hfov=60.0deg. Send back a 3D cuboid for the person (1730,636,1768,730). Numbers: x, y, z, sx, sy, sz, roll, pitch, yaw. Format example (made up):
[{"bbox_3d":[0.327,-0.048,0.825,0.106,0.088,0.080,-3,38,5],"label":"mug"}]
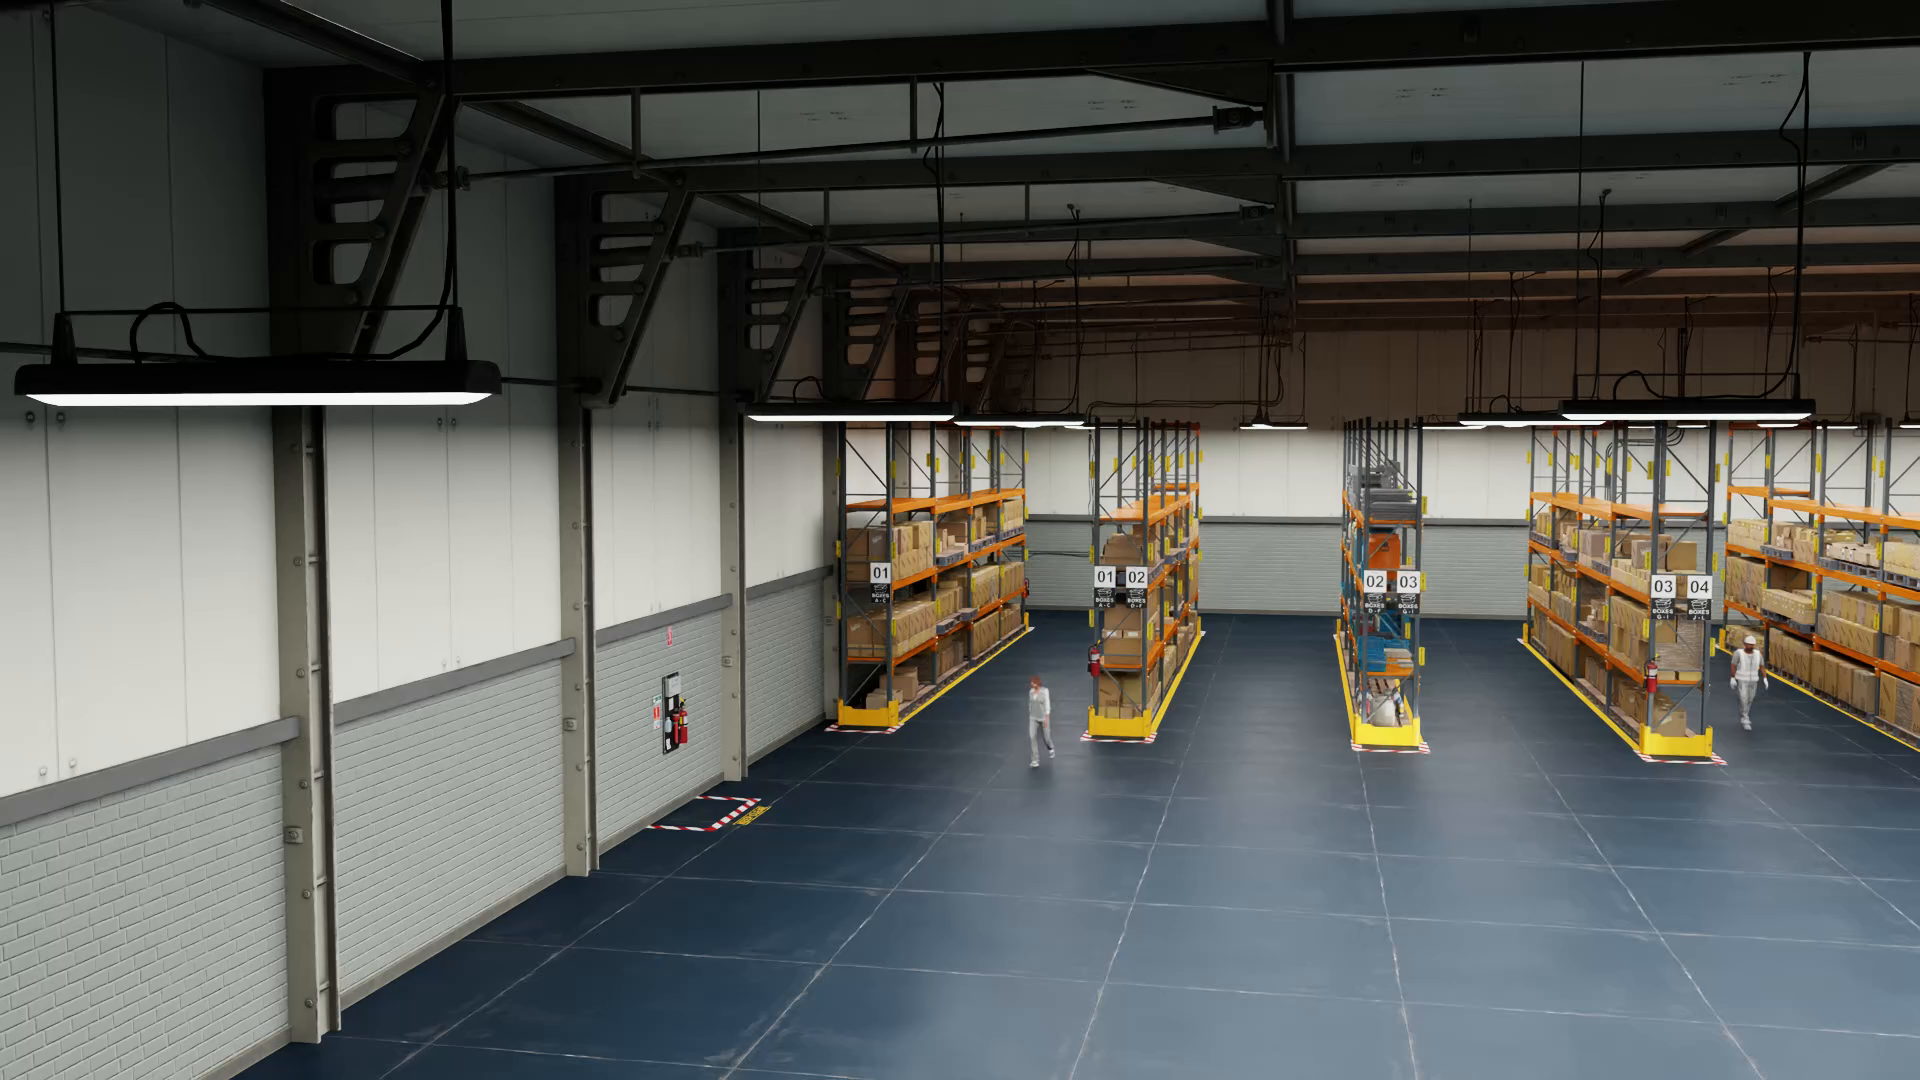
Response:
[{"bbox_3d":[15.286,2.744,32.213,0.614,1.788,0.712,0,4,0],"label":"person"}]

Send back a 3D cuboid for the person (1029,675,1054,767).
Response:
[{"bbox_3d":[1.366,3.085,28.583,0.419,1.540,0.801,2,4,23],"label":"person"}]
